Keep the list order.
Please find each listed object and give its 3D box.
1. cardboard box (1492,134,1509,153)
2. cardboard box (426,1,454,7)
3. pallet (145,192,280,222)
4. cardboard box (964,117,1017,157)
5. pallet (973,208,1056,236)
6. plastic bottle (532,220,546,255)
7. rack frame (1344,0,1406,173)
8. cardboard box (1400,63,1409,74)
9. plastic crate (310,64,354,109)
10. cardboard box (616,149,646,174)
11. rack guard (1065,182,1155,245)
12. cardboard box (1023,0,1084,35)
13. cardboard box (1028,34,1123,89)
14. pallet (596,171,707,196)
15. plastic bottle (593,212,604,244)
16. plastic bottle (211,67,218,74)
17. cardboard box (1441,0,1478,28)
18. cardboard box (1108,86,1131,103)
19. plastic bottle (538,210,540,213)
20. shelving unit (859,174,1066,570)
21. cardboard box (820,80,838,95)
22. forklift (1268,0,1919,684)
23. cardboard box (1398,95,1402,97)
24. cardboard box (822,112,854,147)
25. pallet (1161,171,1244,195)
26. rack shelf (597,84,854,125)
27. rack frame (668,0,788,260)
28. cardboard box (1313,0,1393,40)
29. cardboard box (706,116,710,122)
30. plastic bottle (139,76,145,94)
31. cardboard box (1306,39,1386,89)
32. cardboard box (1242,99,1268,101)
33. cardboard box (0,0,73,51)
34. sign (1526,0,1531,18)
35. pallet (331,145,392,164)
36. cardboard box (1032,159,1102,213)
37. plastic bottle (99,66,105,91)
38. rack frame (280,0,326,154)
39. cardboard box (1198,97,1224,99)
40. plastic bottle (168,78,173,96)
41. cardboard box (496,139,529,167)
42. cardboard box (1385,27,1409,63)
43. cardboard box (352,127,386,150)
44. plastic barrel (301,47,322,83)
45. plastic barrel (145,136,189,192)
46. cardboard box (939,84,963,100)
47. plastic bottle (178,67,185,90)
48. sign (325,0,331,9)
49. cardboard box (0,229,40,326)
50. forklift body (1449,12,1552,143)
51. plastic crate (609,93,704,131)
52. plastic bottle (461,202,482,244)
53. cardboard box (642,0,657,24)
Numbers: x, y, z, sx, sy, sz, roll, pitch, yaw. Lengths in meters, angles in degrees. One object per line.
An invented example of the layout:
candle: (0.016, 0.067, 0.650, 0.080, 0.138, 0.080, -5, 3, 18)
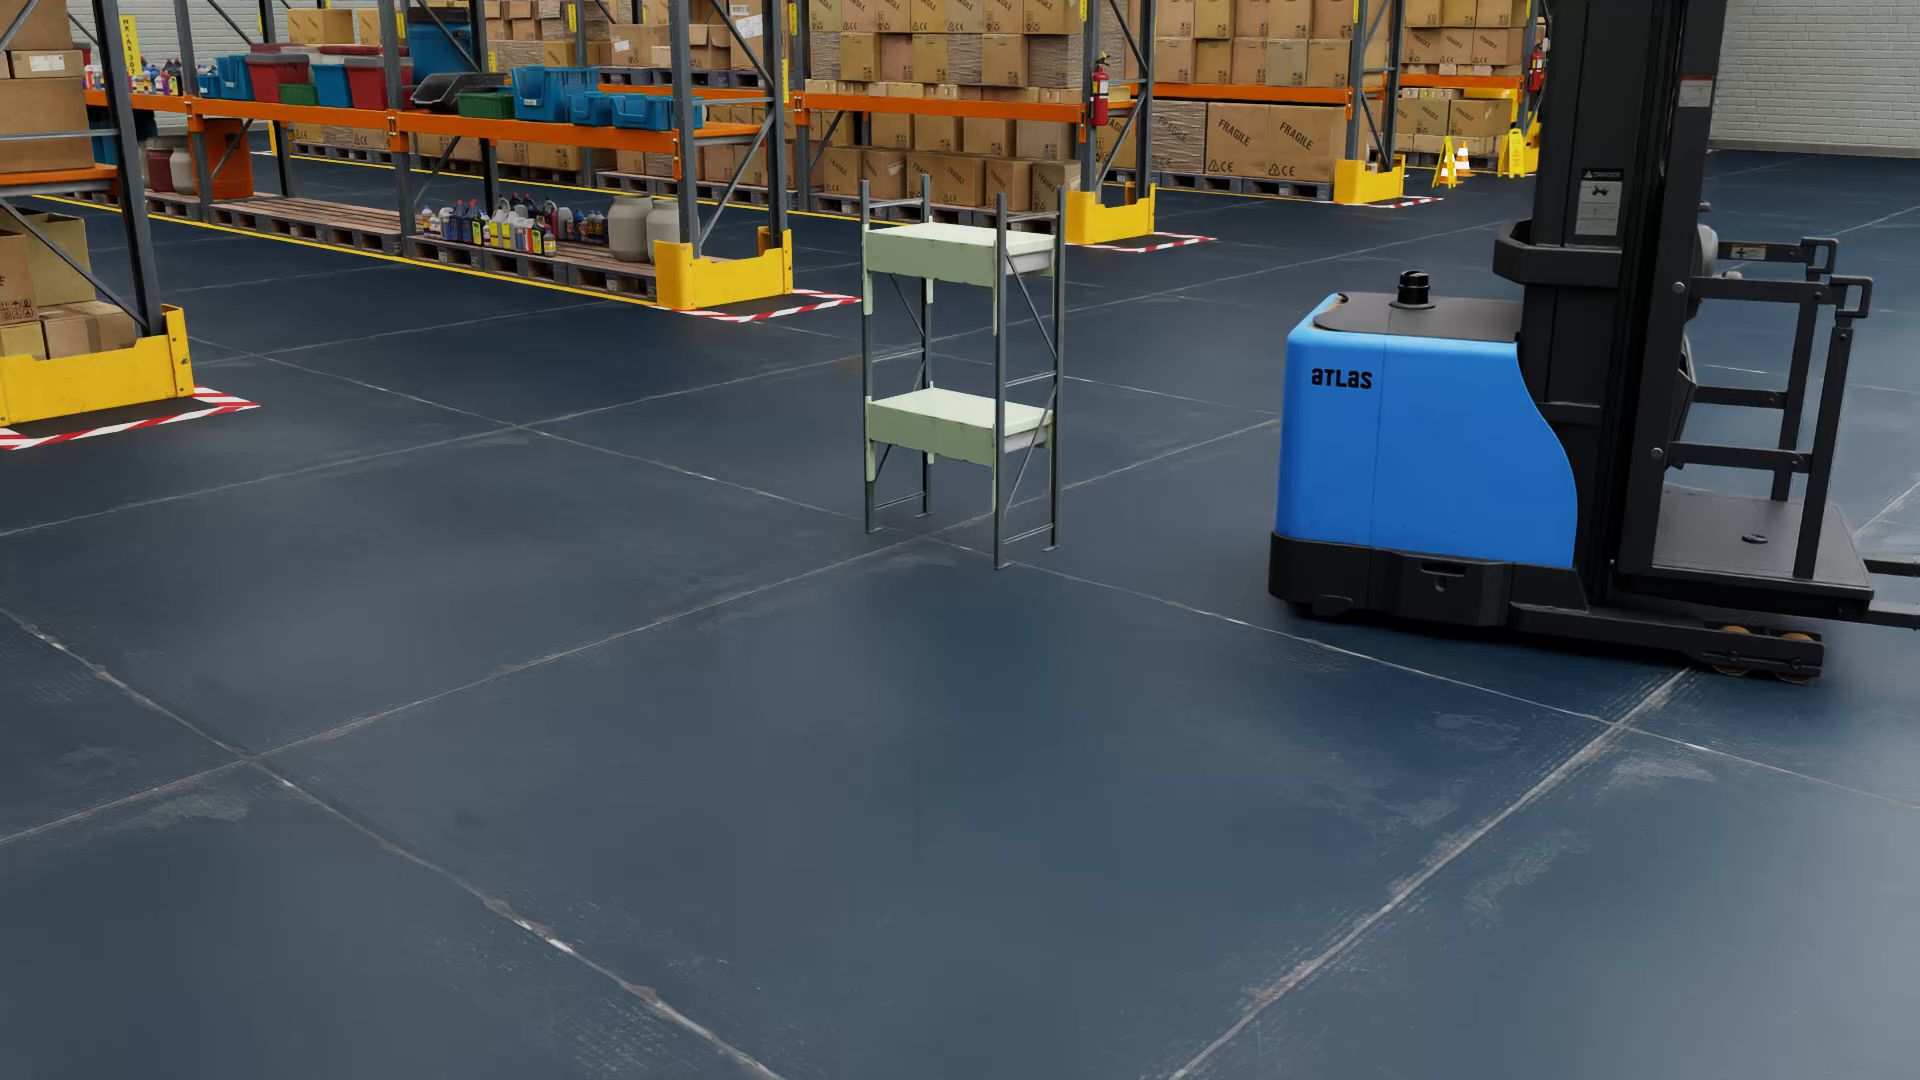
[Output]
cardboard box: (7.698, -5.799, 24.277, 0.500, 0.250, 0.500, 15, 23, 39)
cardboard box: (-6.953, -7.252, 23.179, 0.637, 0.503, 0.797, 14, 23, 38)
pallet: (-8.349, -3.748, 18.574, 1.213, 0.211, 1.003, 15, 23, 39)
cardboard box: (0.673, -5.775, 23.373, 0.750, 0.750, 1.050, 15, 23, 39)
pallet: (0.898, -3.300, 17.161, 1.213, 0.211, 1.003, 15, 23, 39)
plastic bottle: (-3.512, -2.526, 13.876, 0.133, 0.283, 0.061, 16, 23, 41)
rack frame: (4.907, -5.545, 19.624, 0.127, 3.000, 1.000, 15, 23, 39)
cardboard box: (6.565, -6.903, 24.320, 0.250, 0.149, 0.380, 15, 23, 39)
plastic crate: (-5.772, -4.269, 15.630, 0.575, 0.384, 0.392, 15, 23, 39)
cardboard box: (-3.930, -4.937, 21.116, 0.500, 0.500, 0.700, 14, 22, 36)
rack guard: (1.483, -3.267, 16.578, 0.348, 0.500, 1.175, 15, 23, 39)
cardboard box: (0.964, -5.163, 16.113, 0.500, 0.500, 0.500, 15, 23, 39)
cardboard box: (1.146, -4.749, 16.460, 0.500, 0.500, 0.875, 15, 23, 39)
pallet: (-3.861, -4.563, 21.140, 1.213, 0.211, 1.003, 15, 23, 39)
plastic bottle: (-3.154, -2.735, 14.554, 0.097, 0.271, 0.097, 0, 18, 0)
plastic bottle: (-8.296, -5.136, 18.549, 0.097, 0.271, 0.097, 0, 18, 0)
cardboard box: (7.217, -7.507, 23.499, 0.500, 0.500, 0.700, 15, 23, 40)
cardboard box: (1.484, -4.434, 16.541, 0.250, 0.149, 0.380, 15, 23, 39)
plastic bottle: (-3.774, -2.914, 15.100, 0.061, 0.283, 0.133, -17, 24, -42)
shelving unit: (0.005, -0.714, 6.881, 0.755, 1.500, 0.431, 15, 23, 39)
cardboard box: (-1.313, -4.962, 18.203, 0.250, 0.149, 0.380, 15, 23, 39)
forklift: (2.730, -1.096, 5.721, 3.031, 2.935, 1.130, 7, 19, 20)
cardboard box: (6.510, -6.473, 25.161, 0.500, 0.500, 0.500, 17, 24, 42)
cardboard box: (-1.742, -6.233, 25.230, 0.500, 0.500, 0.500, 15, 23, 39)
pallet: (3.349, -4.603, 21.268, 1.213, 0.211, 1.003, 15, 23, 39)
rack shelf: (-2.948, -5.305, 20.057, 4.000, 0.370, 1.077, 15, 23, 39)
rack frame: (-1.748, -3.322, 12.621, 0.127, 3.000, 1.000, 15, 23, 39)
cardboard box: (4.655, -6.214, 19.701, 0.550, 0.550, 0.875, 15, 23, 39)
cardboard box: (-4.127, -7.082, 27.997, 0.250, 0.149, 0.380, 16, 24, 42)
plastic bottle: (-8.928, -4.990, 18.204, 0.097, 0.201, 0.097, 0, 18, 0)
cardboard box: (4.600, -5.680, 19.804, 0.550, 0.550, 0.875, 15, 23, 39)
cardboard box: (5.883, -8.355, 31.711, 0.625, 0.625, 0.875, 16, 24, 41)
cardboard box: (-5.419, -2.976, 9.219, 0.500, 0.500, 0.700, 15, 23, 39)
sign: (7.734, -7.266, 22.611, 0.005, 0.325, 0.100, 15, 23, 39)
pallet: (-8.869, -5.938, 25.475, 1.213, 0.211, 1.003, 15, 23, 39)
cardboard box: (1.083, -3.581, 16.874, 0.500, 0.500, 0.500, -13, 22, -36)
plastic bottle: (-9.696, -5.229, 18.843, 0.097, 0.271, 0.097, 0, 18, 0)
rack frame: (-10.428, -7.655, 26.275, 0.127, 3.000, 1.000, 15, 23, 39)
cardboard box: (4.967, -8.460, 32.248, 0.500, 0.500, 0.500, 16, 24, 41)
plastic bottle: (-8.392, -4.846, 17.750, 0.097, 0.201, 0.097, 0, 18, 0)
cardboard box: (-5.608, -5.561, 22.492, 0.875, 0.875, 1.225, 15, 23, 39)
cardboard box: (6.419, -7.230, 24.277, 0.500, 0.500, 0.500, 15, 23, 40)
cardboard box: (-8.550, -6.371, 25.046, 0.875, 0.875, 0.875, 15, 23, 39)
plastic barrel: (-6.505, -4.739, 16.901, 0.421, 0.512, 0.421, 0, 18, 0)
plastic barrel: (-8.954, -4.300, 18.996, 0.708, 0.588, 0.600, 15, 23, 39)
cardboard box: (-0.002, -4.611, 17.098, 0.250, 0.149, 0.380, 15, 23, 39)
plastic bottle: (-8.878, -5.308, 19.083, 0.135, 0.276, 0.152, 15, 23, 39)
sign: (-10.057, -8.440, 26.442, 0.005, 0.325, 0.100, 15, 23, 39)
cardboard box: (-5.637, -1.490, 9.459, 0.500, 0.500, 0.500, 15, 23, 39)
forklift body: (8.780, -7.372, 26.786, 1.214, 2.155, 2.313, 15, 23, 39)
plastic crate: (-2.321, -3.284, 12.747, 0.616, 0.251, 0.499, 15, 23, 39)
plastic bottle: (-4.271, -2.779, 14.560, 0.185, 0.351, 0.144, 14, 22, 37)
cardboard box: (-4.989, -8.756, 27.433, 0.500, 0.500, 0.500, 14, 22, 38)
